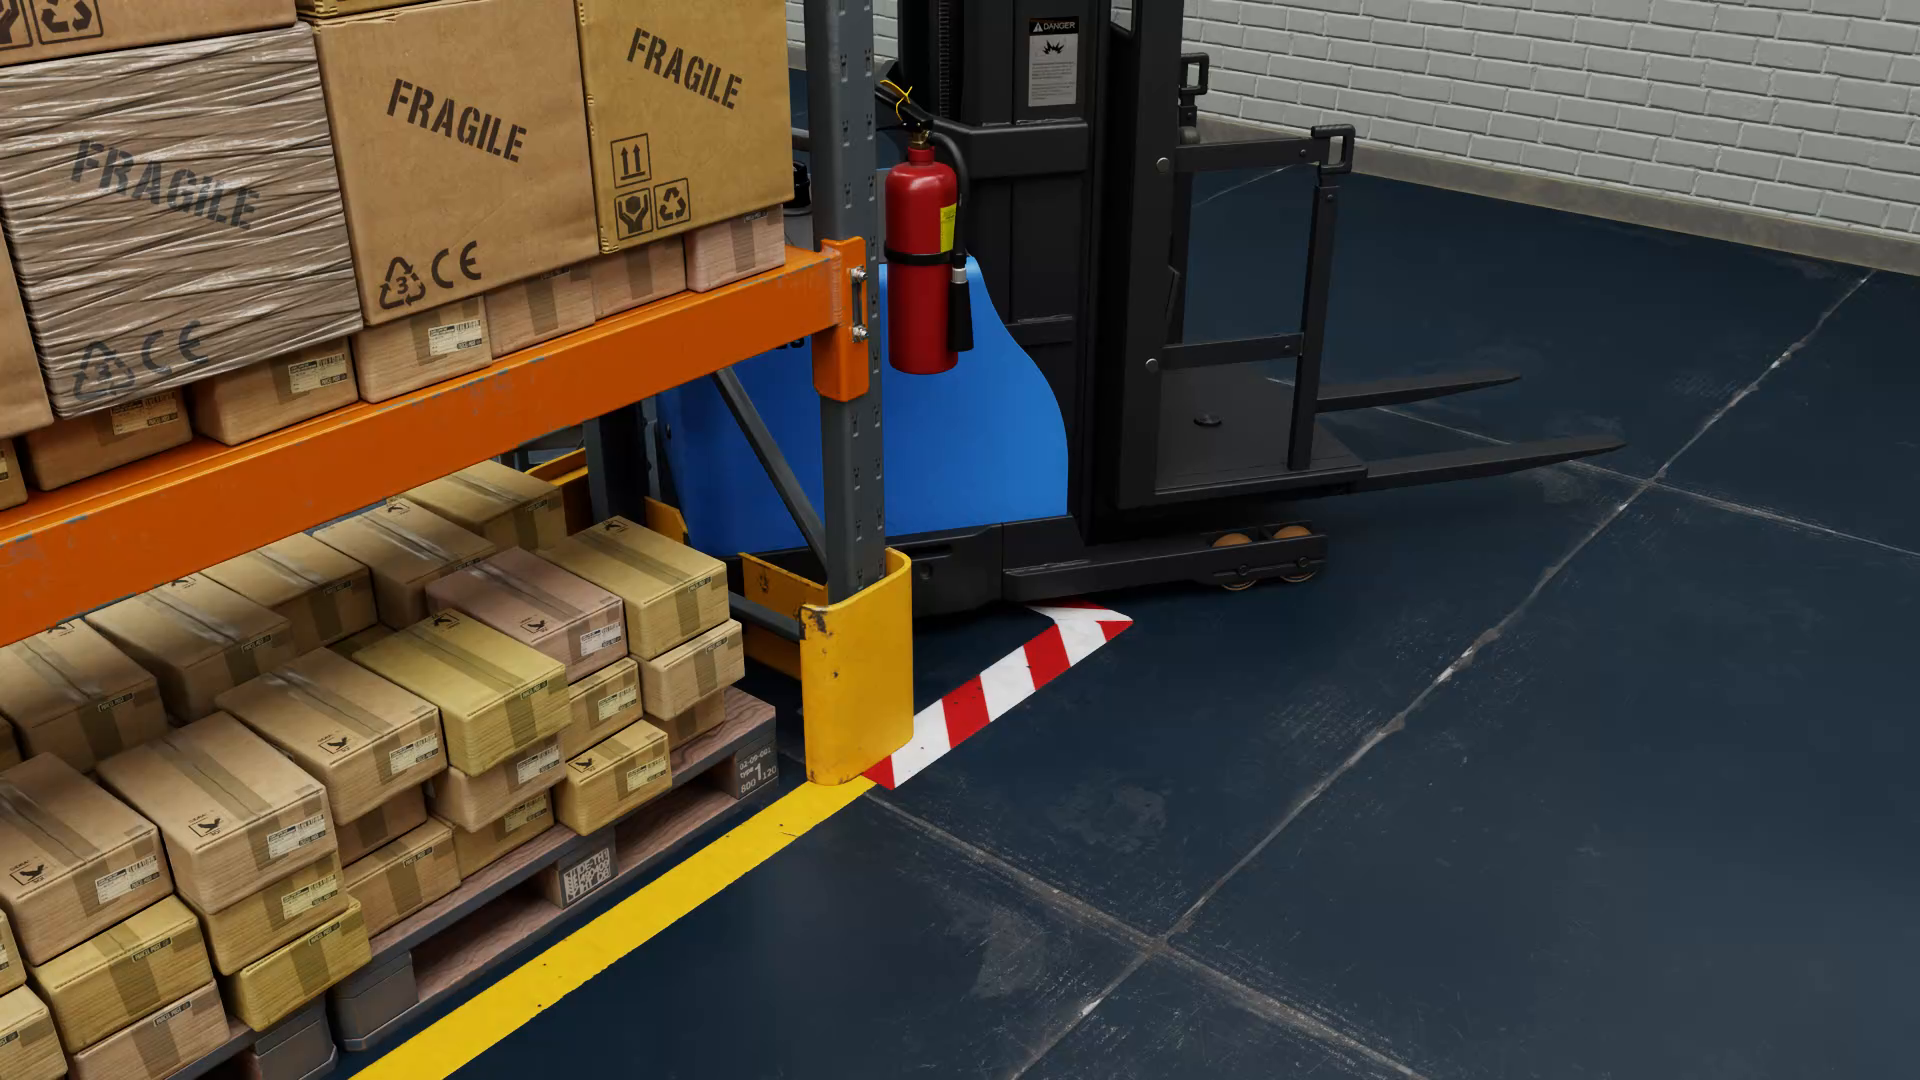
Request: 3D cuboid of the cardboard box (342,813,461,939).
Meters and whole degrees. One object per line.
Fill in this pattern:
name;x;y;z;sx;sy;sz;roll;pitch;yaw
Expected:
cardboard box;-1.245;0.634;3.406;0.380;0.149;0.250;21;34;35

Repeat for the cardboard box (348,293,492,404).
cardboard box;-1.073;-0.397;3.026;0.380;0.149;0.250;22;34;36

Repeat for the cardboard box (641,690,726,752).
cardboard box;-0.778;0.353;3.949;0.380;0.149;0.250;21;34;35

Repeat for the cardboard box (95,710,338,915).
cardboard box;-1.358;0.489;3.038;0.380;0.149;0.250;22;35;36

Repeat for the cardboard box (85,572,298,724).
cardboard box;-1.636;0.225;3.550;0.380;0.149;0.250;19;33;32

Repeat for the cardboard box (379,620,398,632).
cardboard box;-1.354;0.165;3.989;0.380;0.149;0.250;21;34;34

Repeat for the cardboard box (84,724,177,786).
cardboard box;-1.783;0.458;3.421;0.380;0.149;0.250;19;33;32

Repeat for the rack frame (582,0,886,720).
rack frame;-0.605;-0.974;3.869;1.000;3.000;0.127;21;34;34

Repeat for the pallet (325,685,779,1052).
pallet;-1.197;0.569;3.921;1.003;0.211;1.213;21;34;34

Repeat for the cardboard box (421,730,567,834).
cardboard box;-1.049;0.429;3.479;0.380;0.149;0.250;19;33;32

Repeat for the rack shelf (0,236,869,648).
rack shelf;-1.877;0.054;2.663;1.077;0.370;4.000;21;34;34

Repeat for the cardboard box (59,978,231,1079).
cardboard box;-1.549;0.833;3.020;0.380;0.149;0.250;22;34;35

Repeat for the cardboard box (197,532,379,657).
cardboard box;-1.542;0.112;3.766;0.380;0.149;0.250;21;34;34

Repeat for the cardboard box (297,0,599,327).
cardboard box;-1.023;-0.735;2.974;0.500;0.500;0.500;20;33;34

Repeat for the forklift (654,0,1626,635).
forklift;0.604;-1.350;4.739;3.031;2.867;1.129;-7;28;-14

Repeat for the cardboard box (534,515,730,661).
cardboard box;-0.746;0.103;3.785;0.380;0.149;0.250;21;34;35

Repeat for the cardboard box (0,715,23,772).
cardboard box;-2.022;0.400;3.210;0.380;0.149;0.250;21;34;35

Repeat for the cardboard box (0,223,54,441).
cardboard box;-1.664;-0.379;2.285;0.500;0.500;0.500;23;35;37

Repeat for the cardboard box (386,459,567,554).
cardboard box;-1.200;-0.072;4.124;0.380;0.149;0.250;19;33;32

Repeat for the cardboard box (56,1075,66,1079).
cardboard box;-1.767;0.901;2.889;0.380;0.149;0.250;22;34;36

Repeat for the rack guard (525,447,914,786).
rack guard;-0.653;0.163;4.391;1.175;0.500;0.348;21;34;34

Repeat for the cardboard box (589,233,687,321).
cardboard box;-0.781;-0.587;3.394;0.380;0.149;0.250;21;34;34

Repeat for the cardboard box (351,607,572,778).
cardboard box;-1.017;0.304;3.396;0.380;0.149;0.250;20;33;33

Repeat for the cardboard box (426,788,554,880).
cardboard box;-1.098;0.542;3.583;0.380;0.149;0.250;21;34;34

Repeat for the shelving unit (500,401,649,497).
shelving unit;-1.181;-0.671;4.915;0.431;1.500;0.755;-6;28;-11

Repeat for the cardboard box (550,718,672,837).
cardboard box;-0.864;0.474;3.715;0.380;0.149;0.250;22;35;36

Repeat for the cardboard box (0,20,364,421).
cardboard box;-1.338;-0.553;2.621;0.500;0.500;0.500;21;34;35

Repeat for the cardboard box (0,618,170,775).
cardboard box;-1.819;0.320;3.365;0.380;0.149;0.250;22;35;36

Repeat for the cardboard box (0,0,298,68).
cardboard box;-1.350;-0.993;2.385;0.500;0.500;0.500;23;35;37

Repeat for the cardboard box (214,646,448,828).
cardboard box;-1.230;0.377;3.254;0.380;0.149;0.250;19;33;32

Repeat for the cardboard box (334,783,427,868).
cardboard box;-1.300;0.494;3.353;0.380;0.149;0.250;20;34;34

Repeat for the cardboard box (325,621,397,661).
cardboard box;-1.441;0.277;3.771;0.380;0.149;0.250;21;34;35

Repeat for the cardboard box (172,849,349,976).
cardboard box;-1.369;0.616;3.117;0.380;0.149;0.250;21;34;35

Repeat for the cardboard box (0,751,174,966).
cardboard box;-1.611;0.550;2.920;0.380;0.149;0.250;19;33;33

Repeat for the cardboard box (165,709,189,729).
cardboard box;-1.688;0.336;3.657;0.380;0.149;0.250;22;35;36

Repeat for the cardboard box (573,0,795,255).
cardboard box;-0.692;-0.916;3.324;0.500;0.500;0.500;22;34;35

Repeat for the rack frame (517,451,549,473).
rack frame;-1.262;-0.835;5.232;0.400;1.500;0.023;-6;28;-11

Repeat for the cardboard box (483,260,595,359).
cardboard box;-0.929;-0.494;3.214;0.380;0.149;0.250;20;34;34

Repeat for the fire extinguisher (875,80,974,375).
fire extinguisher;-0.088;-0.729;3.884;0.296;0.674;0.183;21;34;34

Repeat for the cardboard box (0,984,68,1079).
cardboard box;-1.700;0.807;2.747;0.380;0.149;0.250;21;34;35

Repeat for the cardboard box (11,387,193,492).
cardboard box;-1.481;-0.234;2.710;0.380;0.149;0.250;19;33;32

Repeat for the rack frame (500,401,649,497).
rack frame;-1.101;-0.507;4.598;0.400;1.500;0.023;-6;28;-11

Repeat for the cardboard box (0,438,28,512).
cardboard box;-1.637;-0.135;2.519;0.380;0.149;0.250;21;34;35

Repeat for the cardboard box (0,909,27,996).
cardboard box;-1.756;0.651;2.725;0.380;0.149;0.250;21;34;35

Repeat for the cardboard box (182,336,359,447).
cardboard box;-1.264;-0.312;2.862;0.380;0.149;0.250;19;33;32

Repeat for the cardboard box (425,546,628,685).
cardboard box;-0.950;0.175;3.645;0.380;0.149;0.250;22;34;35

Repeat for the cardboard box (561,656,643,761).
cardboard box;-0.928;0.321;3.687;0.380;0.149;0.250;20;33;33

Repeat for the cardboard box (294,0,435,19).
cardboard box;-1.026;-1.180;2.746;0.500;0.500;0.500;19;33;33

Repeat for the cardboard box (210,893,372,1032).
cardboard box;-1.359;0.742;3.196;0.380;0.149;0.250;19;33;32

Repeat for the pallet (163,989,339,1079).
pallet;-1.973;0.999;3.088;1.003;0.211;1.213;21;34;34

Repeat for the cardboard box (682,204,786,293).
cardboard box;-0.594;-0.665;3.543;0.380;0.149;0.250;21;34;34

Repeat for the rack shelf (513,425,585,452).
rack shelf;-1.181;-0.445;5.032;0.332;0.071;0.664;-6;28;-11

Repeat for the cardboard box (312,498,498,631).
cardboard box;-1.283;0.061;3.867;0.380;0.149;0.250;21;34;35

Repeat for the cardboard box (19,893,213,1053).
cardboard box;-1.546;0.701;2.952;0.380;0.149;0.250;23;35;37
